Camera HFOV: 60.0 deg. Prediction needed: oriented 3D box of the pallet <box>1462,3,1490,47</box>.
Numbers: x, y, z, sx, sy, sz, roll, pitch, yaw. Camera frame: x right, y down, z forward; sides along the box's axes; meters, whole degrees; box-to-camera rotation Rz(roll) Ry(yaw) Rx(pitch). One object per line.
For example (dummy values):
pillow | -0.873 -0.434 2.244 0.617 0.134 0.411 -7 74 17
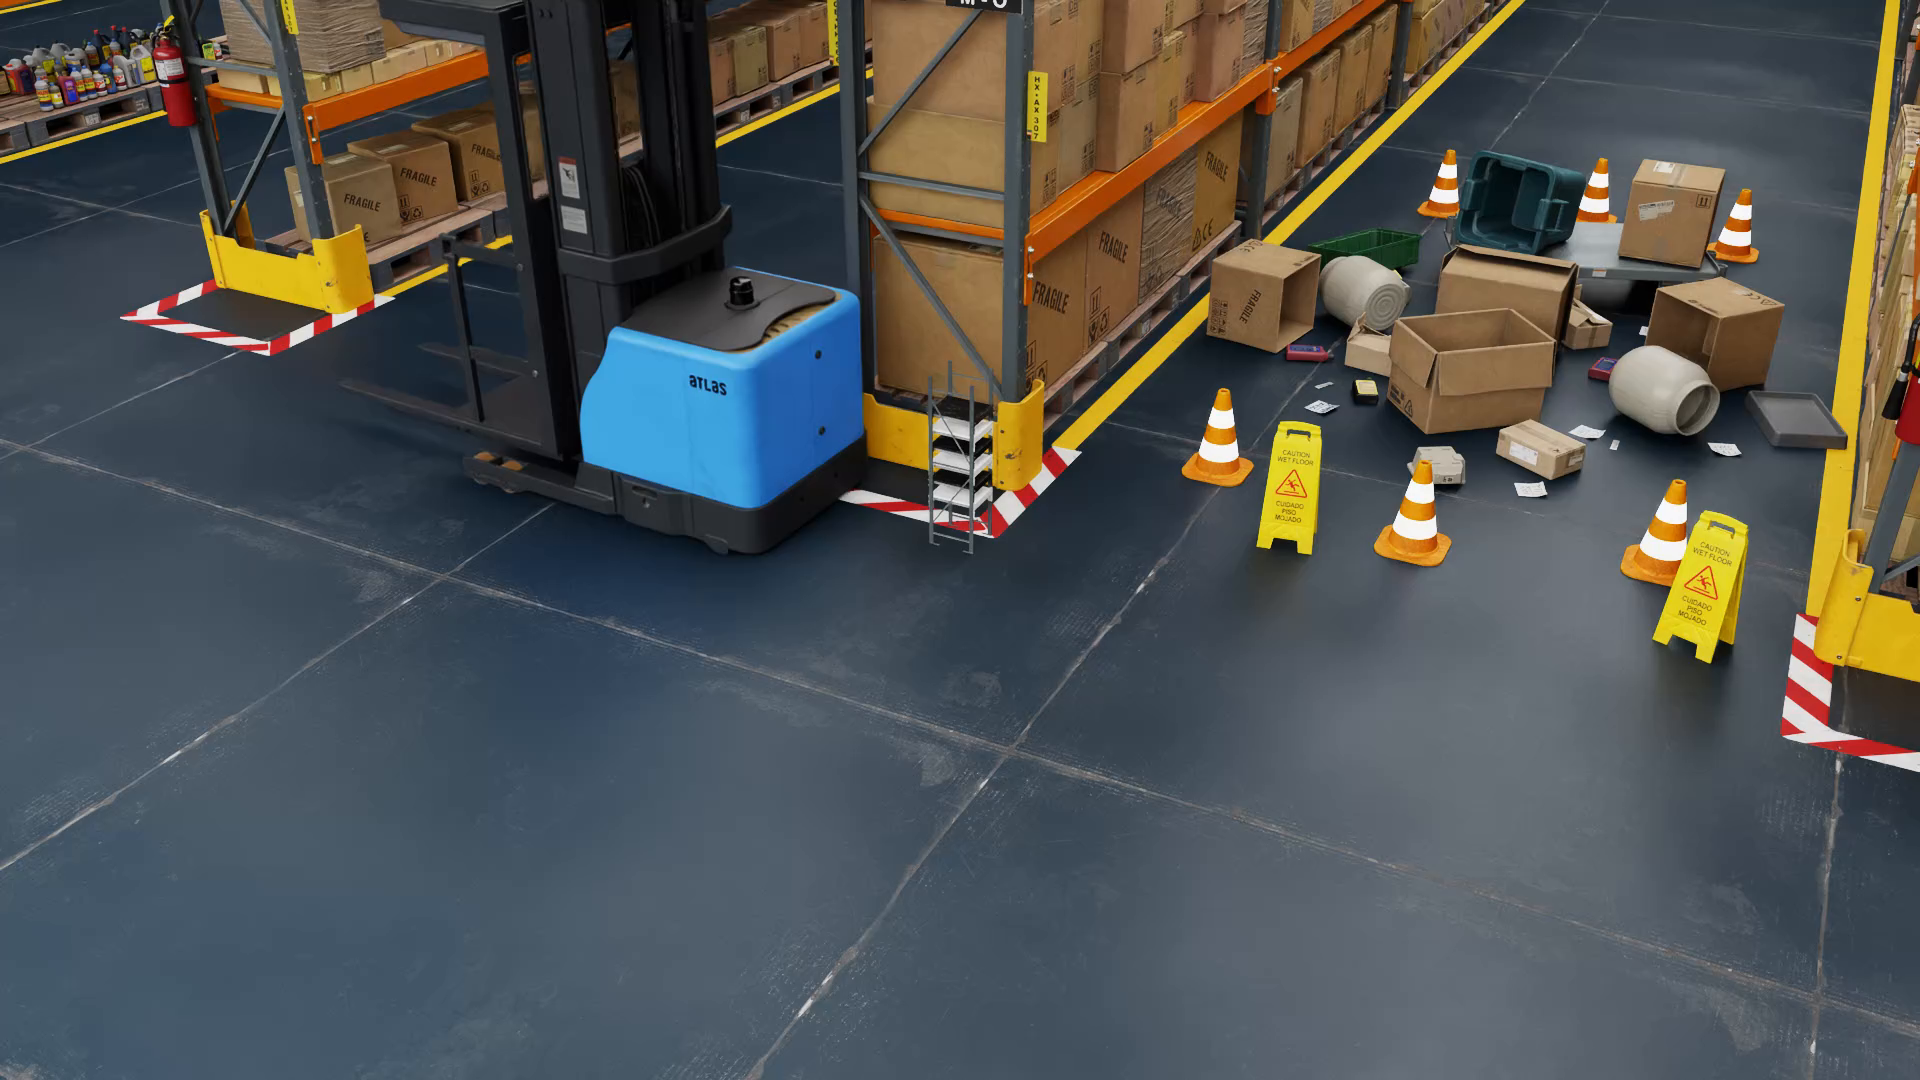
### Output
pallet | 4.987 -5.529 17.666 1.003 0.211 1.213 14 33 23

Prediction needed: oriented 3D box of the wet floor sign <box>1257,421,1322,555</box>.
wet floor sign | 1.623 -0.281 8.091 0.267 0.644 0.232 9 31 15

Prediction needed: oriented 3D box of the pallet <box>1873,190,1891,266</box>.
pallet | 7.056 -2.138 11.761 1.003 0.211 1.213 14 33 23

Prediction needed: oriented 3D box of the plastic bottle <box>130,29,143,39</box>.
plastic bottle | -7.741 -4.649 15.627 0.152 0.276 0.135 16 33 25

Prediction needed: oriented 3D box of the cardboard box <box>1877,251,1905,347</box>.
cardboard box | 5.406 -1.334 9.146 0.500 0.500 0.500 16 33 25

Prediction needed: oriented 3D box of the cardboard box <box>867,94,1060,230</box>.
cardboard box | 0.002 -2.004 8.576 0.875 0.550 0.550 14 33 23

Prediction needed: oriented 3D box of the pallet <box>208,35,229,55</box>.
pallet | -6.760 -4.978 16.707 1.003 0.211 1.213 14 33 23

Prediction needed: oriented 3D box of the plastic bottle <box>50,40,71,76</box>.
plastic bottle | -8.100 -4.337 15.008 0.144 0.351 0.185 14 33 23

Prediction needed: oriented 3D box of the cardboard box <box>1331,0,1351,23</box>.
cardboard box | 2.634 -4.198 12.447 0.500 0.500 0.500 14 33 23

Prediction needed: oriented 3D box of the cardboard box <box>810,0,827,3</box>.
cardboard box | -1.380 -5.037 16.077 0.700 0.500 0.500 12 32 19

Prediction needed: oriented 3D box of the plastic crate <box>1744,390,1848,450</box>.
plastic crate | 4.703 -0.683 9.359 0.402 0.080 0.583 4 30 6

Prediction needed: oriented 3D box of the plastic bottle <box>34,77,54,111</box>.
plastic bottle | -7.802 -3.798 14.150 0.097 0.271 0.097 0 30 0

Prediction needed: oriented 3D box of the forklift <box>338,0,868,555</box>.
forklift | -2.015 -1.725 8.311 3.031 2.935 1.130 16 34 26

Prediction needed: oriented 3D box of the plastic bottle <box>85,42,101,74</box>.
plastic bottle | -7.940 -4.417 15.228 0.097 0.271 0.097 0 30 0

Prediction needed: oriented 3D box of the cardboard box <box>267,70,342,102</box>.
cardboard box | -4.154 -2.897 10.535 0.380 0.149 0.250 14 33 23

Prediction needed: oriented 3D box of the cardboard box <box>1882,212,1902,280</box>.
cardboard box | 6.385 -1.735 10.476 0.950 0.372 0.625 15 33 24

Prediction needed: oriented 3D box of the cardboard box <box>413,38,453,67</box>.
cardboard box | -3.680 -3.336 11.299 0.380 0.149 0.250 14 33 23

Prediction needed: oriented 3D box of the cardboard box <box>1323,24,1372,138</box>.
cardboard box | 2.765 -3.879 13.830 1.050 0.750 0.750 15 33 24

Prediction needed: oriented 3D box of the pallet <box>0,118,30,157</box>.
pallet | -8.538 -3.251 13.700 1.003 0.211 1.213 14 33 23

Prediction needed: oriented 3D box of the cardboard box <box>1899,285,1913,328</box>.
cardboard box | 4.805 -1.101 8.091 0.380 0.149 0.250 16 33 25

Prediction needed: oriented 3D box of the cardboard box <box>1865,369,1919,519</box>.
cardboard box | 4.459 -0.415 7.547 0.500 0.500 0.500 15 33 24

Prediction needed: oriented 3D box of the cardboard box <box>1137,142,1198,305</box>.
cardboard box | 0.940 -2.134 10.667 0.875 0.875 0.875 15 33 24

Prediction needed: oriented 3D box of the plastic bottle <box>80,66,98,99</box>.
plastic bottle | -7.600 -3.994 14.492 0.097 0.271 0.097 0 30 0

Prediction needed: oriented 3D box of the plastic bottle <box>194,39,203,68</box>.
plastic bottle | -7.120 -4.522 15.330 0.144 0.351 0.185 13 32 22

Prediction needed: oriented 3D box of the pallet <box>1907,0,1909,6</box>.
pallet | 11.320 -6.197 18.830 1.003 0.211 1.213 14 33 23

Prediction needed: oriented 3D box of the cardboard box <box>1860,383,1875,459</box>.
cardboard box | 4.931 -0.556 8.545 0.500 0.250 0.500 13 32 22

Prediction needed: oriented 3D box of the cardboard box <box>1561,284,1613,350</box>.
cardboard box | 3.866 -1.399 10.420 0.258 0.266 0.396 -7 31 -11

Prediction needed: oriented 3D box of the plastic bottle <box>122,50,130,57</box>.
plastic bottle | -7.457 -4.276 14.970 0.061 0.283 0.133 14 33 23

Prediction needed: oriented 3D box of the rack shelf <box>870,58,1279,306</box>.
rack shelf | 0.784 -2.338 10.032 1.077 0.370 4.000 14 33 23

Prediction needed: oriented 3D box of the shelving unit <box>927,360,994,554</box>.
shelving unit | 0.004 -0.394 8.032 0.258 0.900 0.210 14 33 23

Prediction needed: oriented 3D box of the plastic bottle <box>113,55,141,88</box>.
plastic bottle | -7.432 -4.190 14.828 0.152 0.276 0.135 15 33 24

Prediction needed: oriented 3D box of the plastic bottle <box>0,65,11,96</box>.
plastic bottle | -8.422 -4.040 14.559 0.061 0.283 0.133 15 33 24

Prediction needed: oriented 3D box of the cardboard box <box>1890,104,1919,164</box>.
cardboard box | 7.704 -3.027 12.725 0.950 0.372 0.625 12 32 20

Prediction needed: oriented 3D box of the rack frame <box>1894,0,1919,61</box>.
rack frame | 9.793 -6.005 15.696 1.000 3.000 0.127 14 33 23

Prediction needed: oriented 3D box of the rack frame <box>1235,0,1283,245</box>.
rack frame | 1.696 -3.537 11.397 1.000 3.000 0.127 14 33 23

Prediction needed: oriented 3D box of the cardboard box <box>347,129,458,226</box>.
cardboard box | -3.955 -2.578 11.815 0.500 0.500 0.500 24 38 36

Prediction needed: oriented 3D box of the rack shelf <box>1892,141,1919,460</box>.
rack shelf | 5.237 -1.260 8.155 1.077 0.370 4.000 14 33 23

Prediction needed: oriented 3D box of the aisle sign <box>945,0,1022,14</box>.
aisle sign | 0.108 -2.792 7.489 0.394 0.787 0.004 14 33 23

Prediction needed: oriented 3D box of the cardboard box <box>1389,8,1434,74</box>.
cardboard box | 4.067 -4.664 15.448 0.500 0.500 0.500 13 32 21

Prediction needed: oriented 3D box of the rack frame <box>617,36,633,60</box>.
rack frame | -2.674 -4.707 13.435 1.000 3.000 0.127 14 33 23

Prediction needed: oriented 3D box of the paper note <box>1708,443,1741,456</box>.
paper note | 4.186 -0.503 9.094 0.142 0.019 0.148 4 30 6

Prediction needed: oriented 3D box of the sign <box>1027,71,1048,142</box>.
sign | 0.365 -2.045 7.850 0.100 0.325 0.005 14 33 23

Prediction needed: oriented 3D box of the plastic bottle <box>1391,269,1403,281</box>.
plastic bottle | 2.913 -1.798 11.320 0.133 0.061 0.283 -1 30 -3

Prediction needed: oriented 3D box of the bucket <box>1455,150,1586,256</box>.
bucket | 3.686 -2.193 10.818 0.620 0.611 0.726 -14 31 -42

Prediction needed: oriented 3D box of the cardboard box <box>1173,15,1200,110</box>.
cardboard box | 0.957 -2.974 10.267 0.875 0.550 0.550 14 33 23

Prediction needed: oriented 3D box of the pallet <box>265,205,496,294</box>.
pallet | -4.060 -2.110 11.713 1.003 0.211 1.213 14 33 23

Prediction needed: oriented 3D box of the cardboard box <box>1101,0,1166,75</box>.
cardboard box | 0.621 -2.935 9.114 0.875 0.550 0.550 14 33 23

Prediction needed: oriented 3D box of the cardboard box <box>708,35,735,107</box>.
cardboard box | -2.375 -4.081 14.413 0.700 0.500 0.500 12 32 20

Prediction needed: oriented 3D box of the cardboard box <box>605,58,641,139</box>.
cardboard box | -2.892 -3.637 13.660 0.500 0.500 0.500 13 32 22

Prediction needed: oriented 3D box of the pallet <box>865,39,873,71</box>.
pallet | -1.209 -4.925 16.614 1.003 0.211 1.213 14 33 23

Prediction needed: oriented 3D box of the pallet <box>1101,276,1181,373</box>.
pallet | 0.725 -1.466 10.590 1.003 0.211 1.213 14 33 23

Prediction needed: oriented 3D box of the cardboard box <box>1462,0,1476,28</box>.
cardboard box | 4.993 -5.569 17.024 0.500 0.500 0.500 13 33 22

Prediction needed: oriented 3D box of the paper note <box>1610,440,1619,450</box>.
paper note | 3.605 -0.524 9.152 0.032 0.001 0.123 14 33 23

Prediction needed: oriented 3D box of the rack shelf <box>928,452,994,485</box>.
rack shelf | 0.004 -0.365 8.049 0.258 0.077 0.200 14 33 23

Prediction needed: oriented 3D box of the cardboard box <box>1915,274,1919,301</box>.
cardboard box | 4.549 -1.158 7.507 0.380 0.149 0.250 15 33 24

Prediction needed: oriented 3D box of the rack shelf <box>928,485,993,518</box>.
rack shelf | 0.004 -0.209 8.138 0.258 0.077 0.200 14 33 23

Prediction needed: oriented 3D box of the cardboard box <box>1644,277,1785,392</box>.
cardboard box | 4.449 -1.210 9.852 0.500 0.500 0.500 -12 32 -20

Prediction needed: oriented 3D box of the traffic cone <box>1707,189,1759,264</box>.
traffic cone | 5.467 -2.226 11.662 0.336 0.463 0.334 14 33 23
